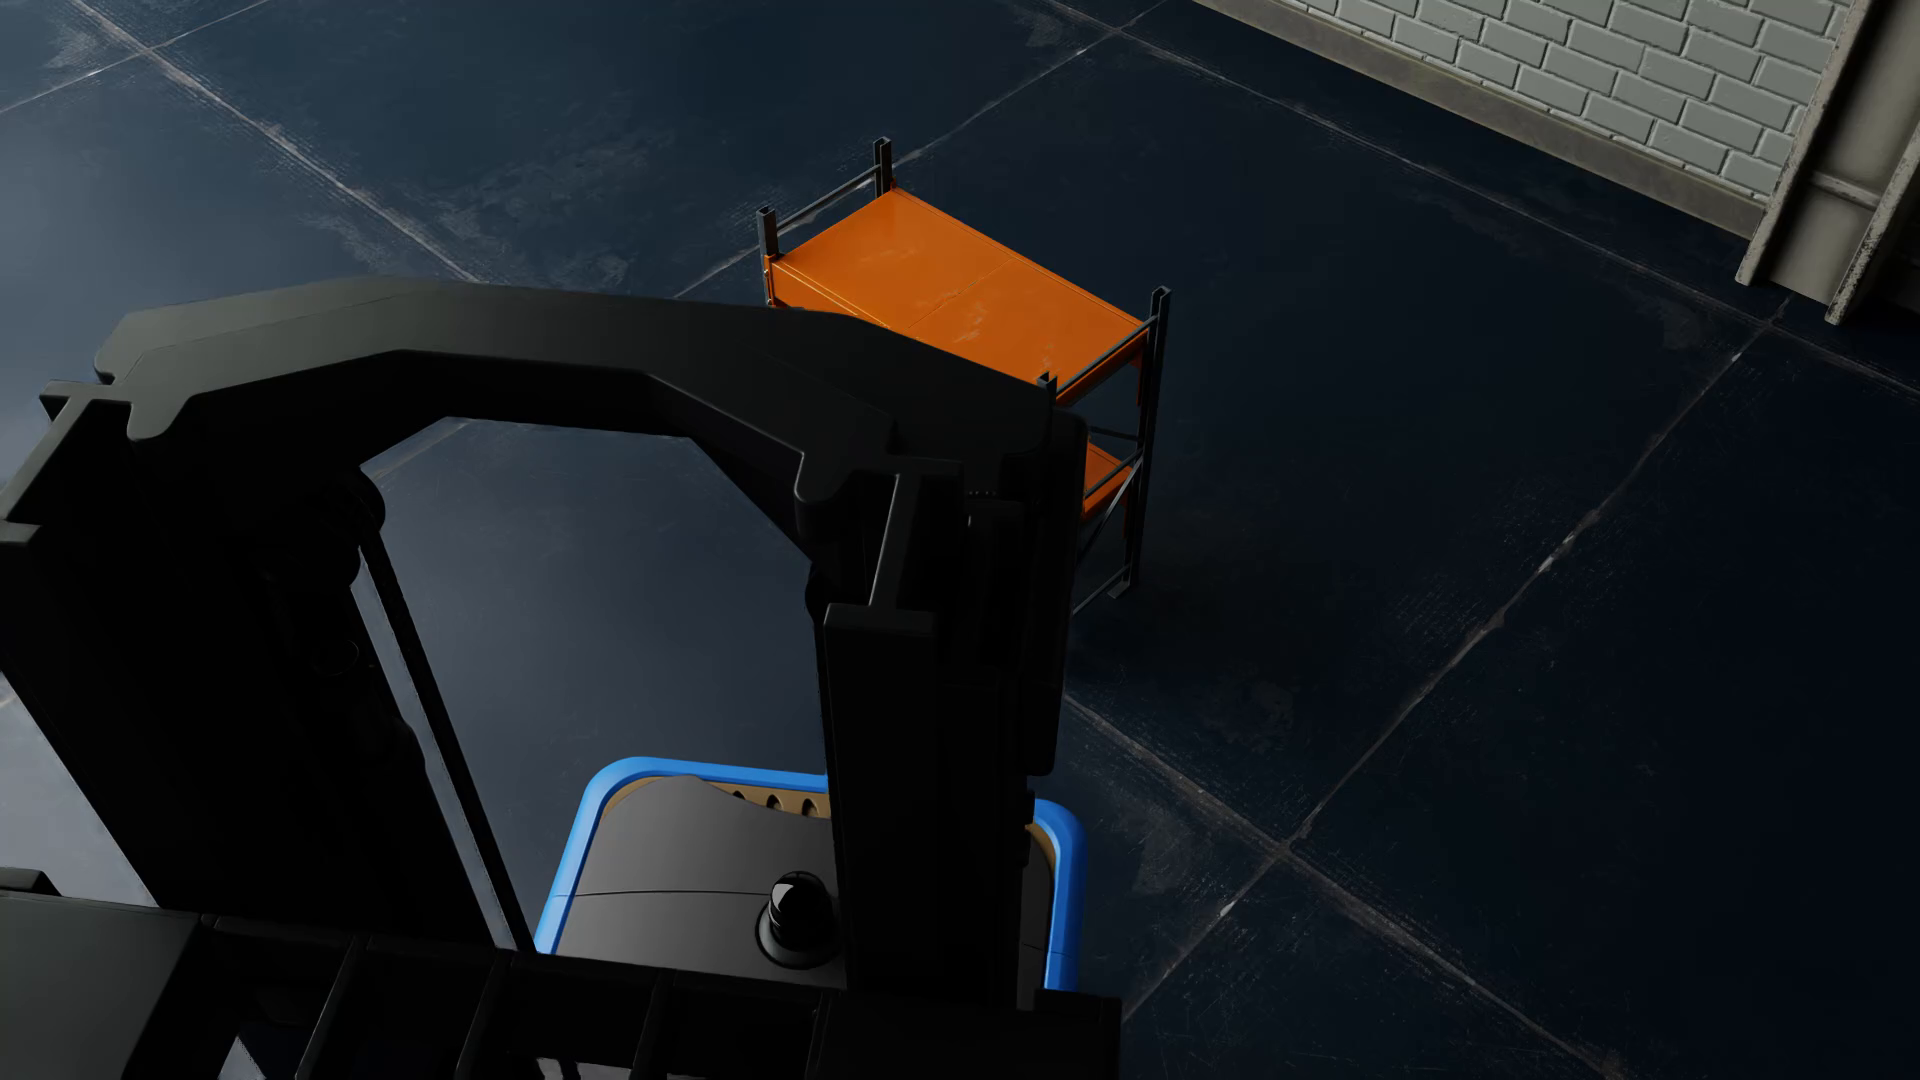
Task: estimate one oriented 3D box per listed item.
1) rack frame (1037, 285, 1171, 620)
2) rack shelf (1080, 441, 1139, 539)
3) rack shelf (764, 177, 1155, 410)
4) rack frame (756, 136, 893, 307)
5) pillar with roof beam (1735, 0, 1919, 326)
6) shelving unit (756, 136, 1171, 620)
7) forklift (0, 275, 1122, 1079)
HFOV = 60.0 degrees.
[{"bbox_3d":[0.369,-0.137,4.607,0.032,1.125,0.500,34,55,28],"label":"rack frame"},{"bbox_3d":[-0.005,-0.221,5.021,1.000,0.278,0.538,34,55,28],"label":"rack shelf"},{"bbox_3d":[-0.005,-0.589,4.630,1.000,0.278,0.538,34,55,28],"label":"rack shelf"},{"bbox_3d":[-0.379,-0.640,5.079,0.032,1.125,0.500,34,55,28],"label":"rack frame"},{"bbox_3d":[0.195,-1.721,0.693,0.400,9.000,9.100,34,55,28],"label":"pillar with roof beam"},{"bbox_3d":[-0.005,-0.388,4.843,1.048,1.125,0.538,34,55,28],"label":"shelving unit"},{"bbox_3d":[-0.433,1.275,2.042,1.130,2.935,3.031,5,47,5],"label":"forklift"}]
